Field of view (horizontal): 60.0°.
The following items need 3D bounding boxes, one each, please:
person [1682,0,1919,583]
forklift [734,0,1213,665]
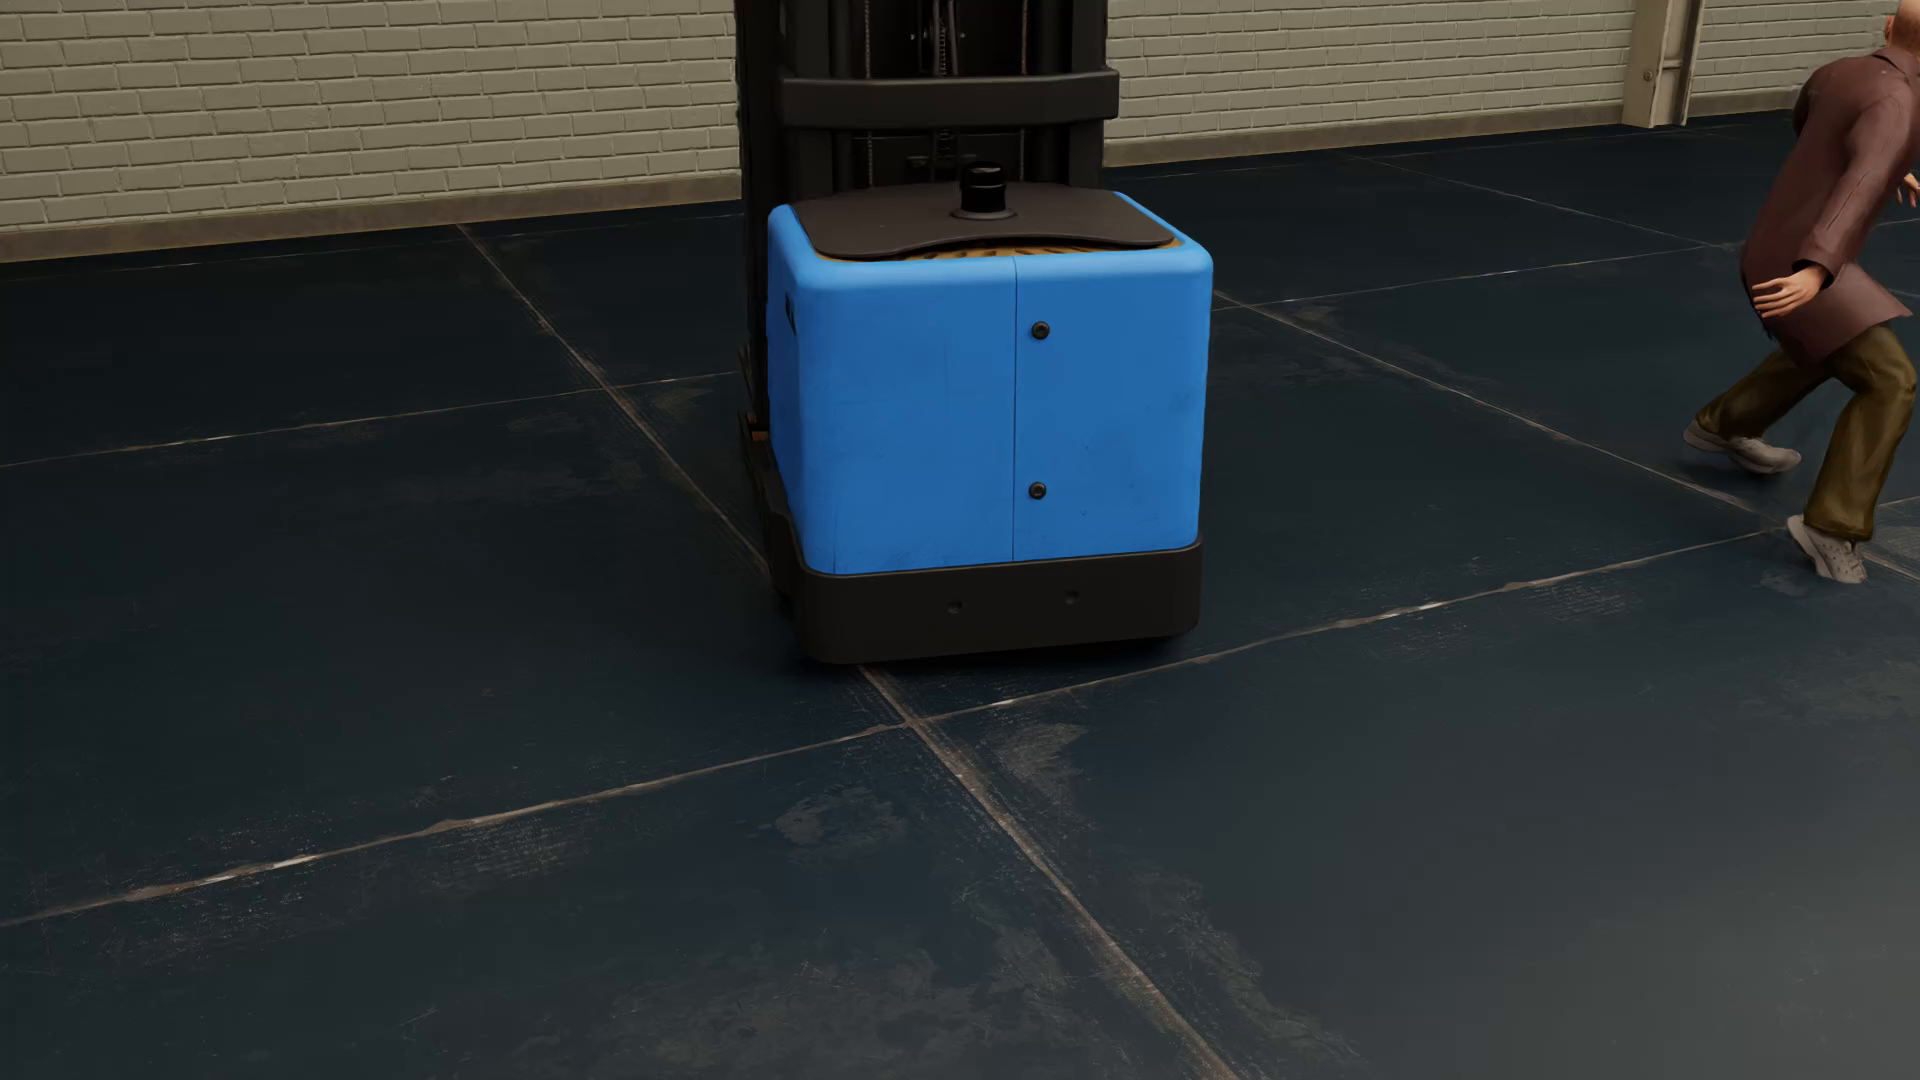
[{"bbox_3d":[2.612,-0.751,4.973,0.614,1.731,1.118,6,23,15],"label":"person"},{"bbox_3d":[-0.158,-1.576,5.080,1.130,2.935,3.031,-4,23,-10],"label":"forklift"}]
